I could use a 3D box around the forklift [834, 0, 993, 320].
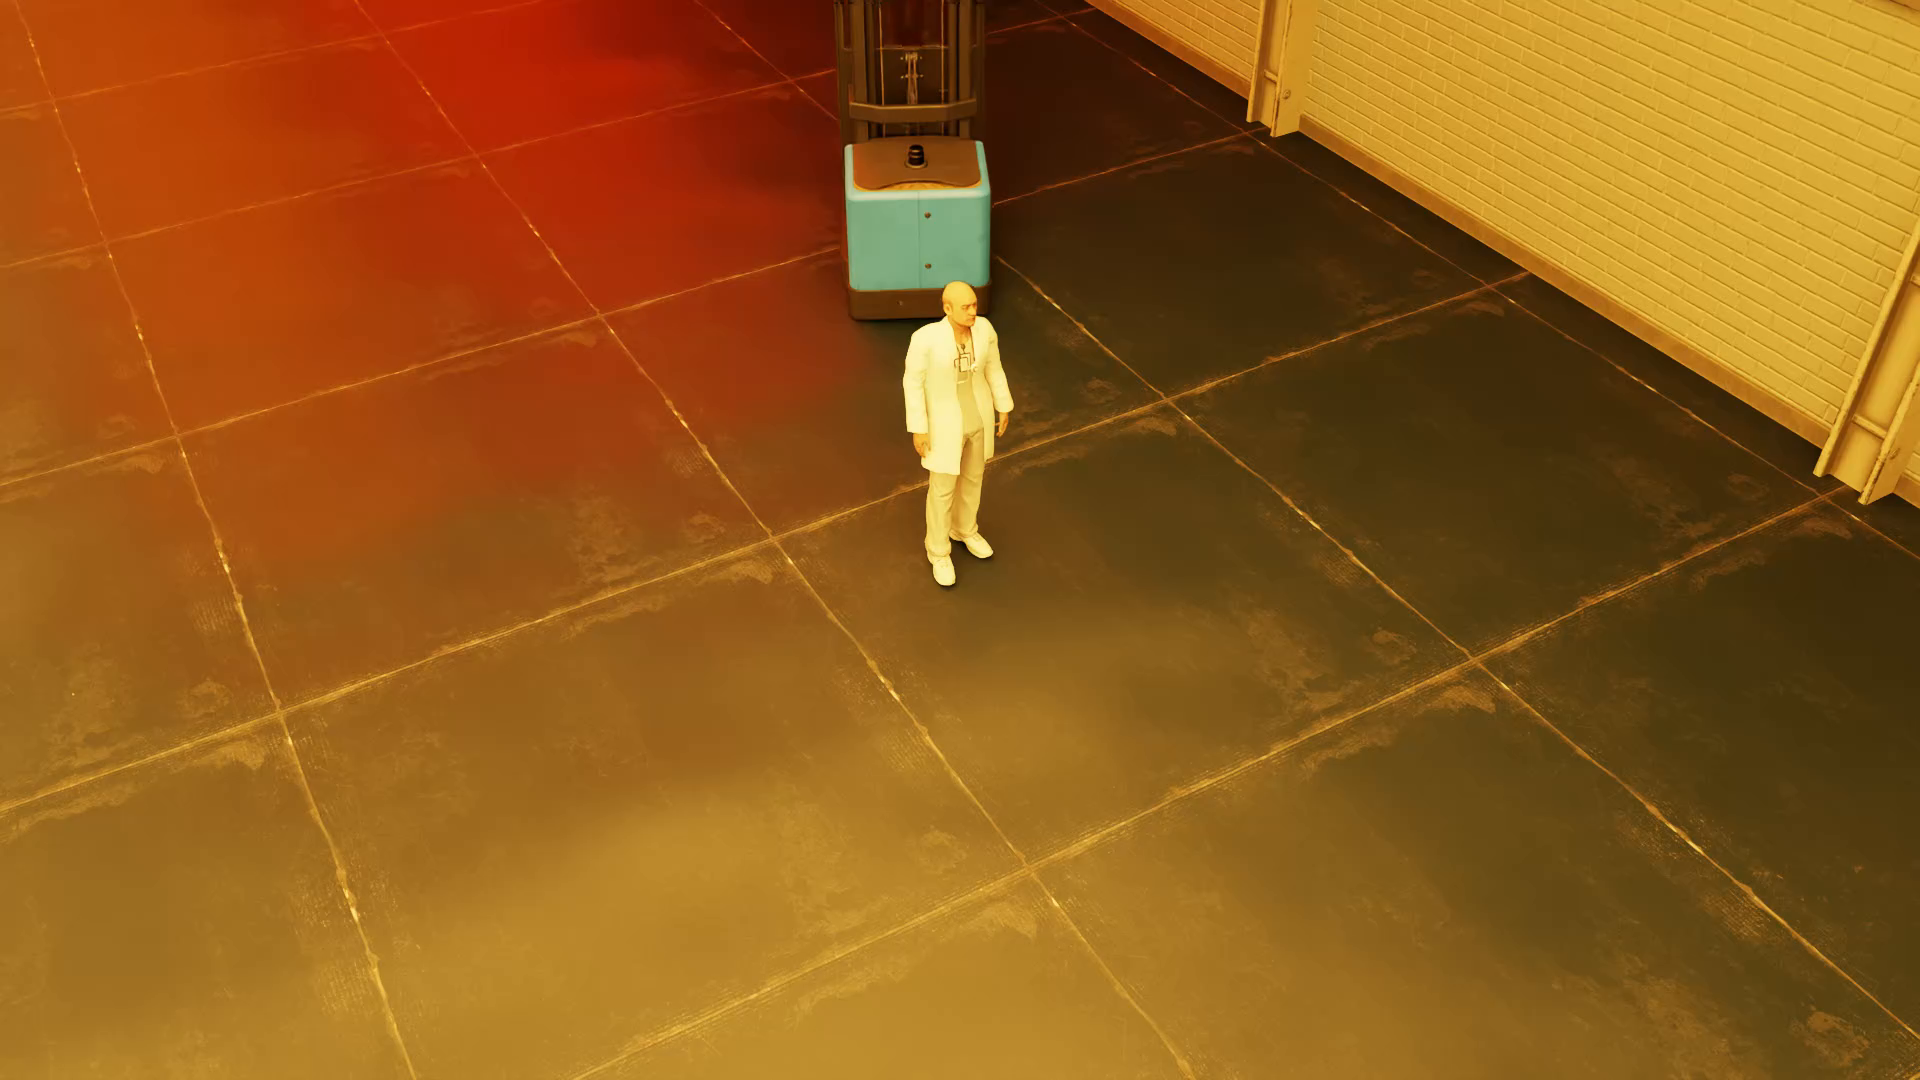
[{"bbox_3d":[-0.380,-3.666,12.456,1.130,2.935,3.031,-2,40,-3],"label":"forklift"}]

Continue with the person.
[{"bbox_3d":[0.043,-0.638,9.697,0.696,1.778,0.578,-20,44,-23],"label":"person"}]
